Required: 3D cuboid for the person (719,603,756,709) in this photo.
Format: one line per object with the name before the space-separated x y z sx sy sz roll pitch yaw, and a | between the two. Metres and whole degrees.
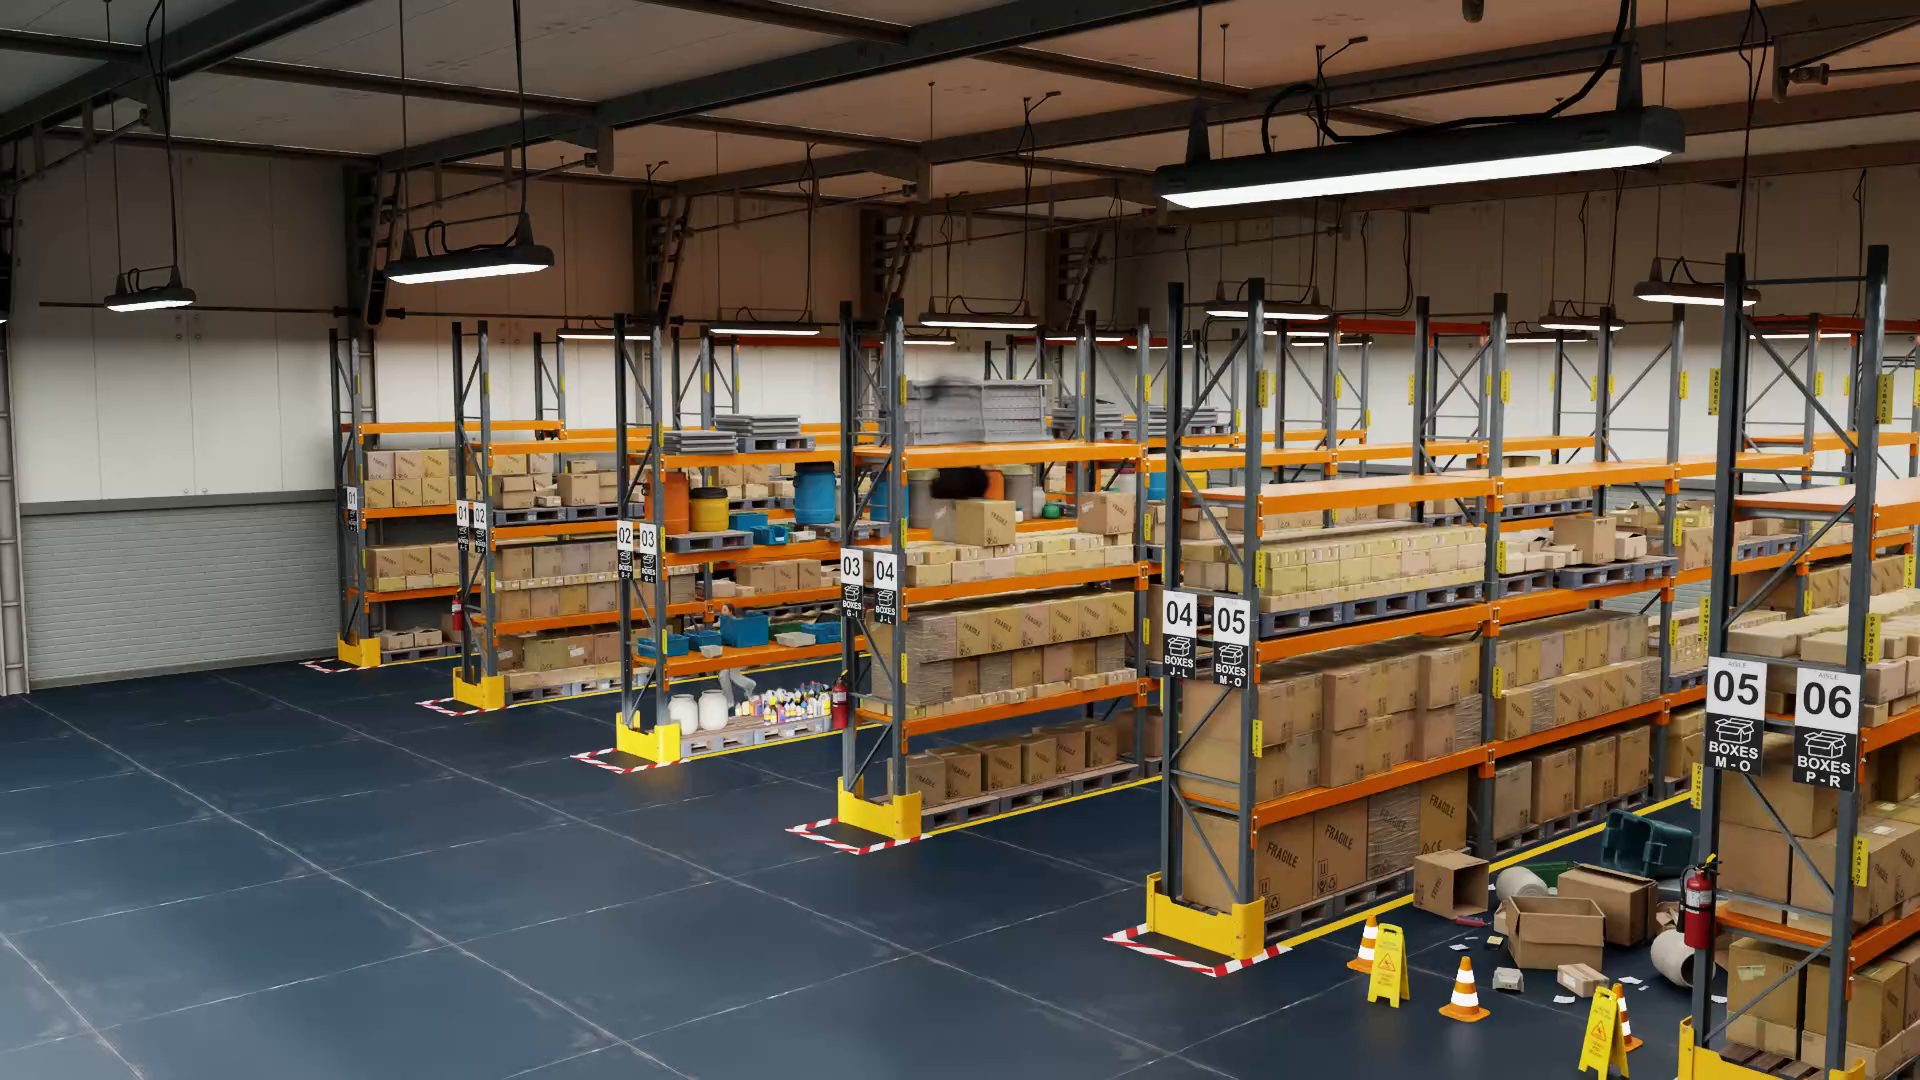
person | -3.481 1.797 25.891 0.565 1.674 0.765 5 7 38
